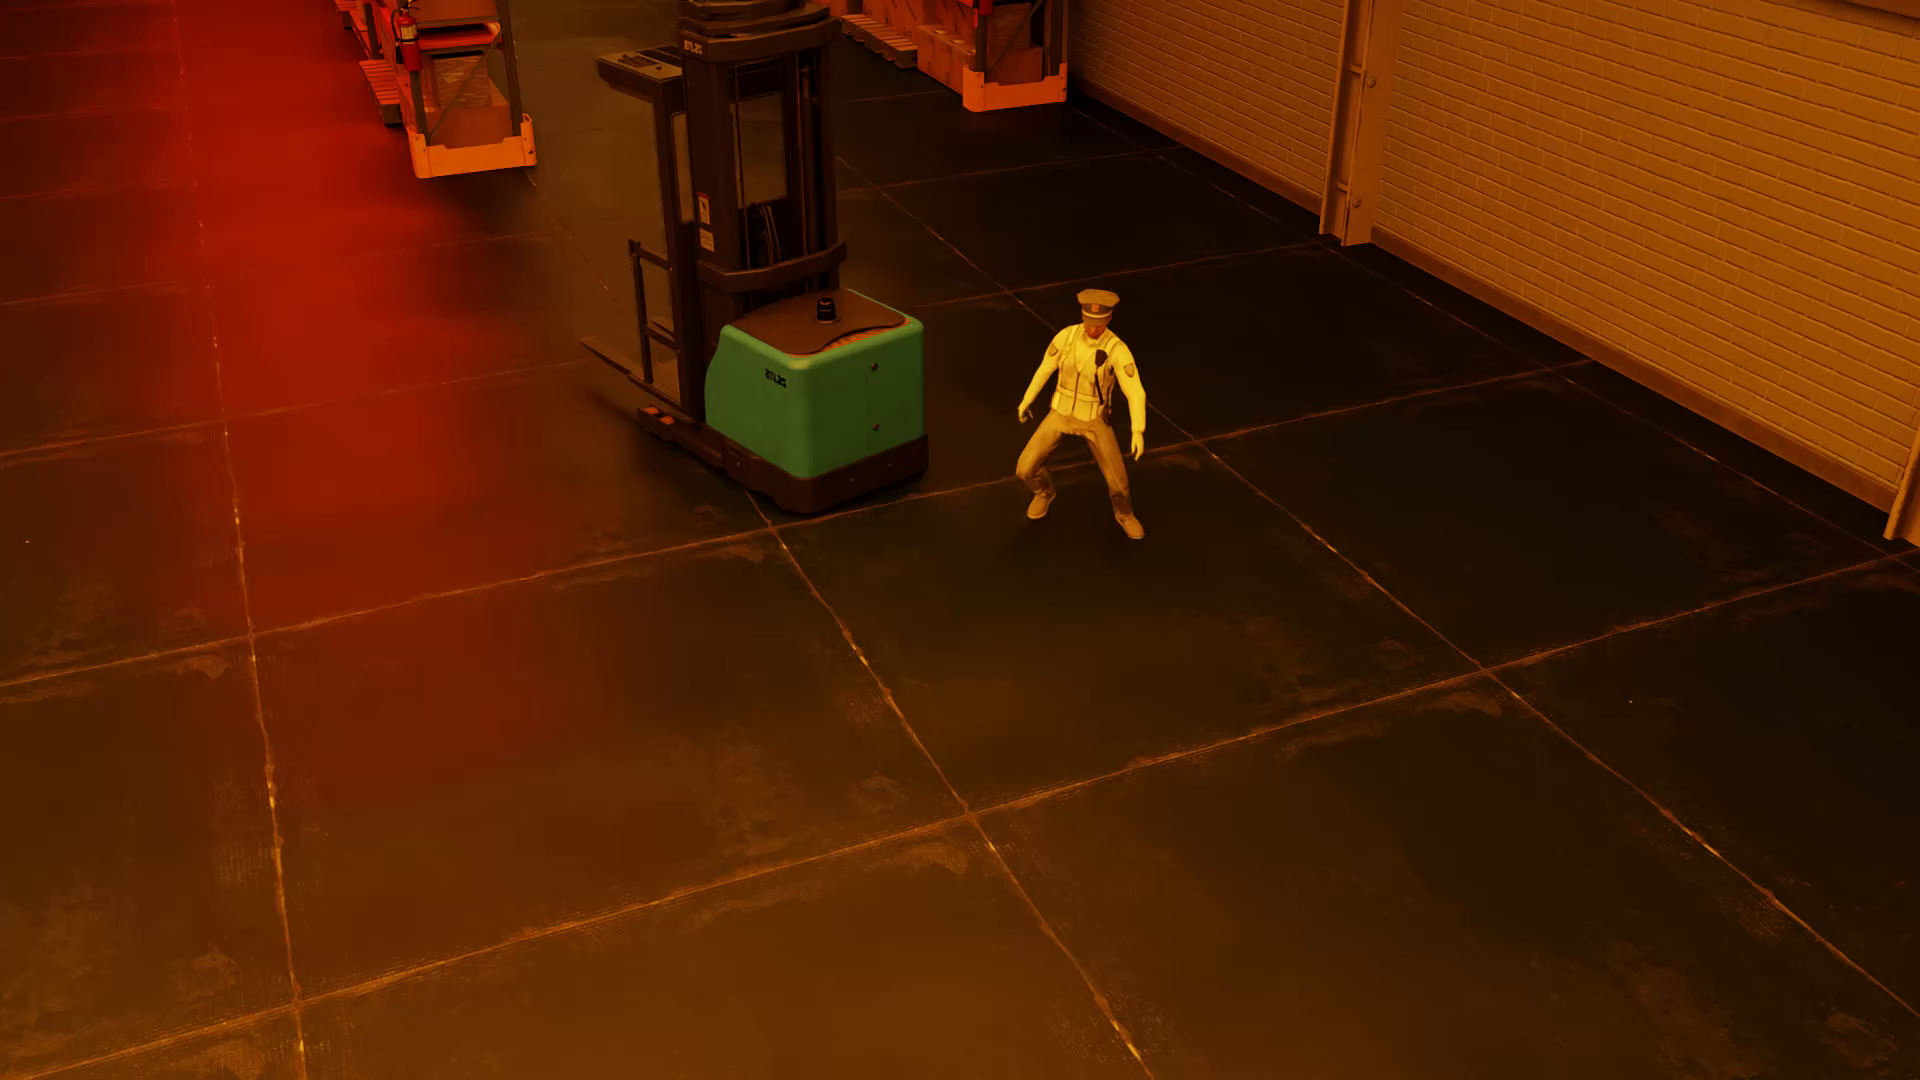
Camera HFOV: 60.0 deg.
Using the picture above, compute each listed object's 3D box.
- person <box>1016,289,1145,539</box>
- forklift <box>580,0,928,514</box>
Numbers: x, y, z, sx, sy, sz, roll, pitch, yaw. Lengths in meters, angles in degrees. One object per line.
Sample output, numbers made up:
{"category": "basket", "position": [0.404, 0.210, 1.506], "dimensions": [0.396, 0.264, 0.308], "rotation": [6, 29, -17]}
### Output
{"category": "person", "position": [0.728, -0.718, 9.797], "dimensions": [0.856, 1.557, 0.573], "rotation": [15, 33, 24]}
{"category": "forklift", "position": [-1.549, -2.086, 10.768], "dimensions": [1.130, 2.935, 3.031], "rotation": [-23, 37, -35]}
